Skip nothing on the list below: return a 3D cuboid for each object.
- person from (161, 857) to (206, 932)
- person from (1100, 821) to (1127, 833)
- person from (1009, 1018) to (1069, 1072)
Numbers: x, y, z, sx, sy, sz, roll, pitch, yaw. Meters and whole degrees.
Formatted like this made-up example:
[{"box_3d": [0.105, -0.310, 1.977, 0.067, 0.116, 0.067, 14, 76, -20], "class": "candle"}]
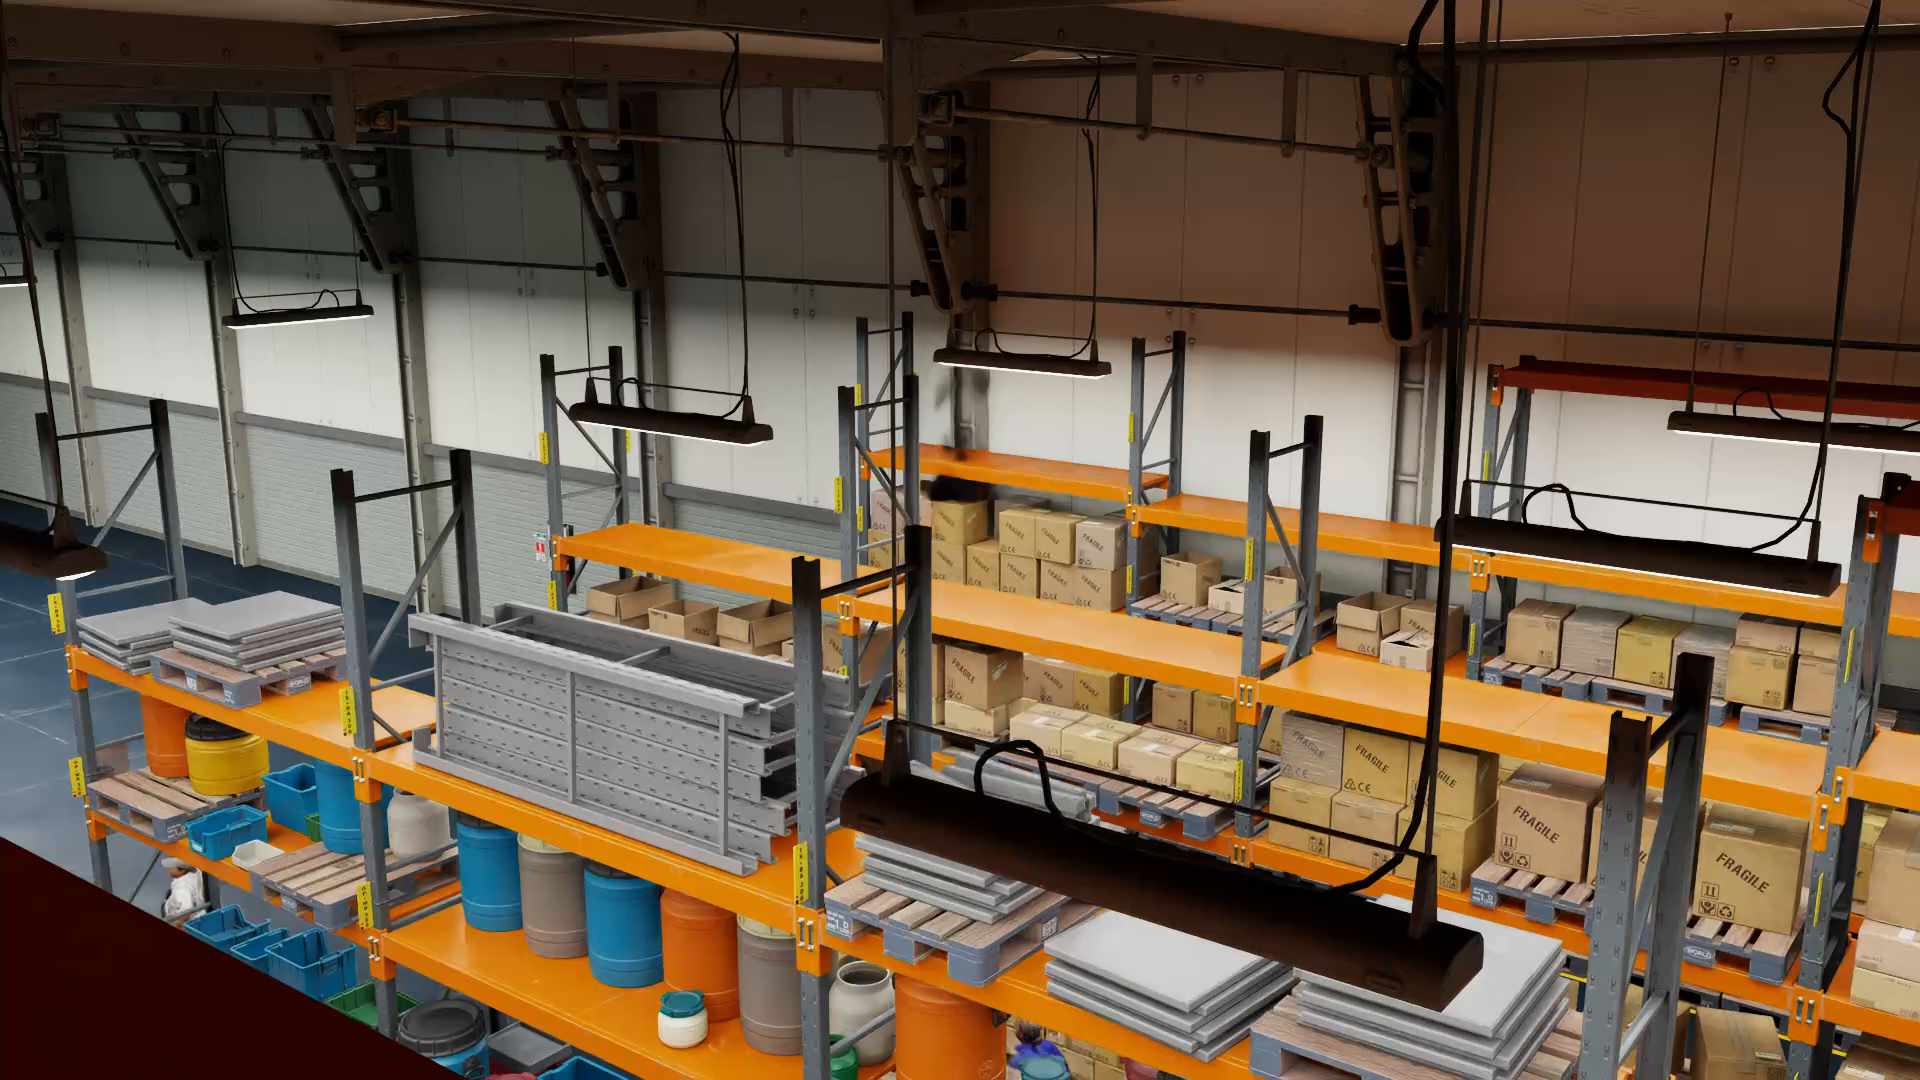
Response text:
[{"box_3d": [-7.397, 3.693, 15.833, 0.512, 1.595, 0.645, -3, 13, -13], "class": "person"}, {"box_3d": [1.580, 3.256, 17.418, 0.865, 1.764, 0.711, 8, 15, 29], "class": "person"}, {"box_3d": [0.491, 4.392, 12.765, 0.573, 1.608, 0.560, 8, 15, 30], "class": "person"}]
